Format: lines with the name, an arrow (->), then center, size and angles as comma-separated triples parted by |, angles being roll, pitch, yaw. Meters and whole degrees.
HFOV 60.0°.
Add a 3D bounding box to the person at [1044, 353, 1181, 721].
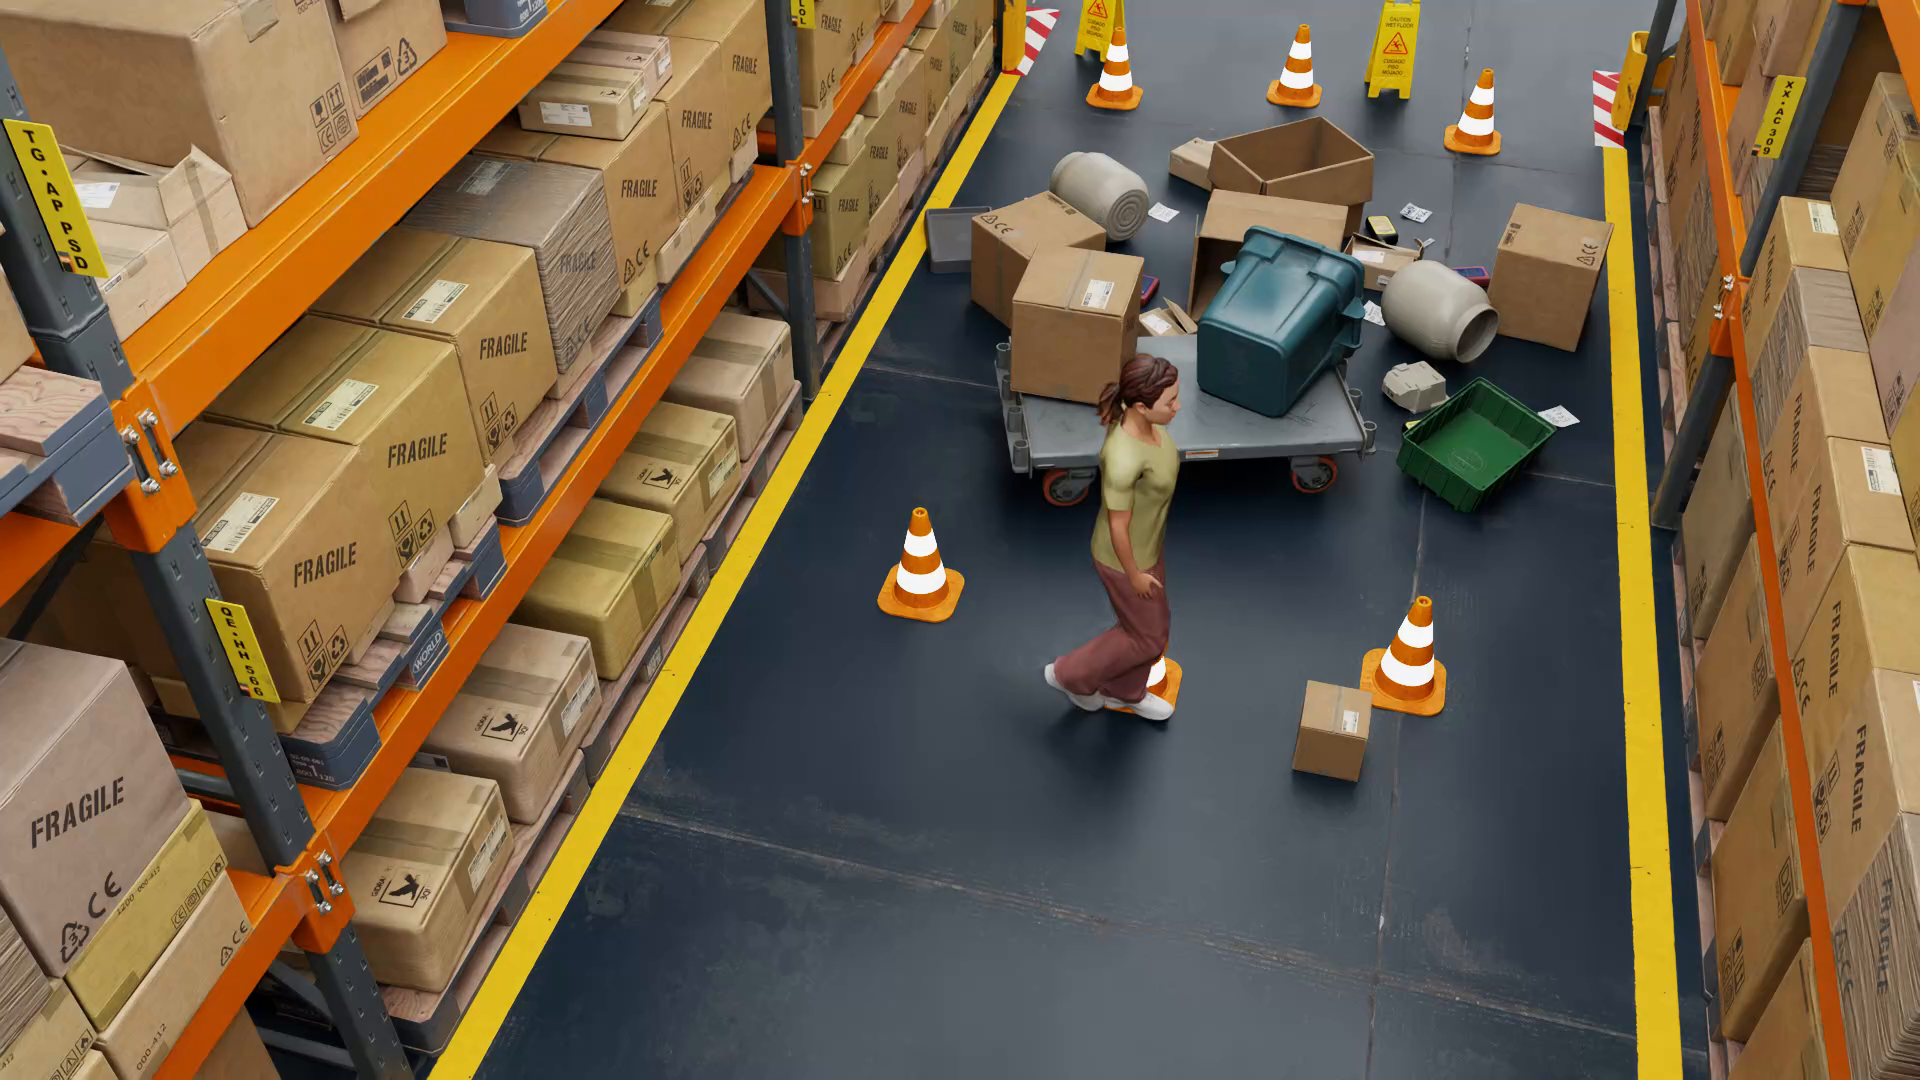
person -> 0.605, 0.014, 6.124 | 0.517, 1.665, 0.459 | 10, 42, 11
